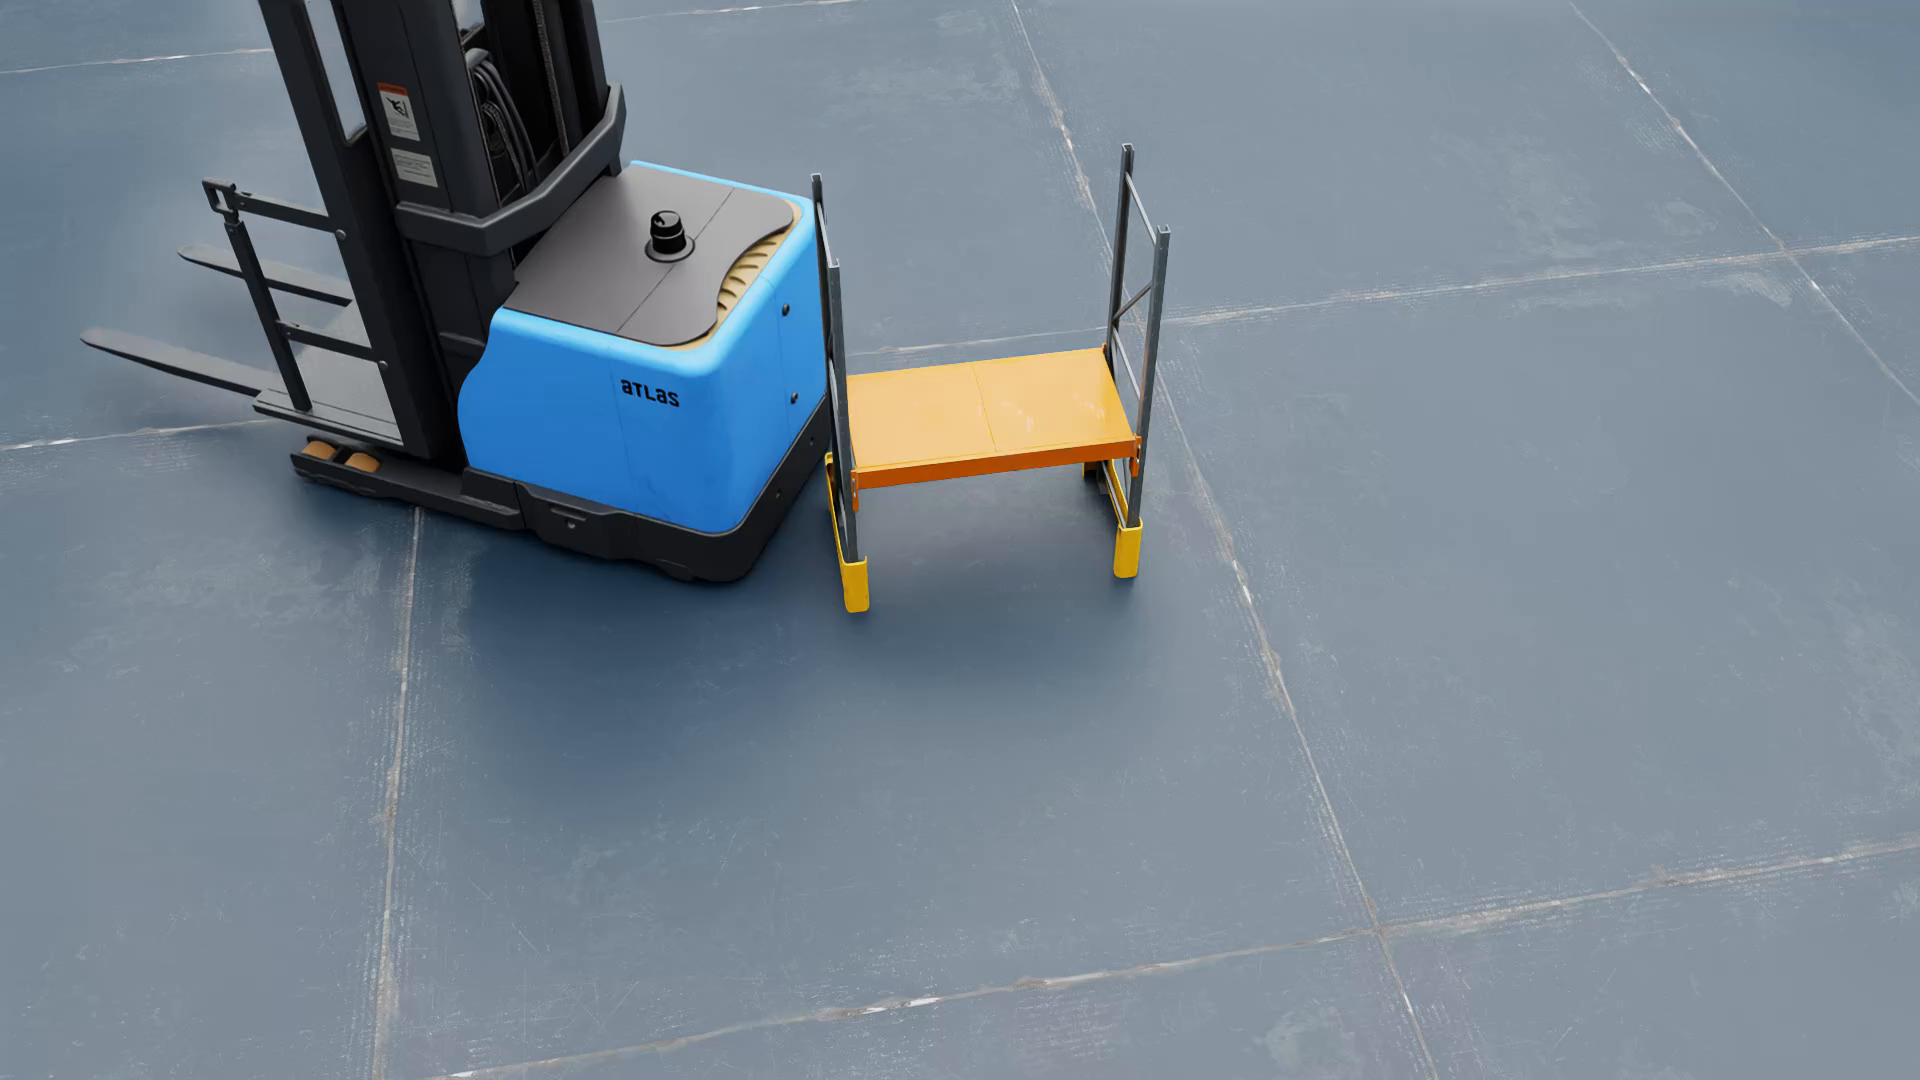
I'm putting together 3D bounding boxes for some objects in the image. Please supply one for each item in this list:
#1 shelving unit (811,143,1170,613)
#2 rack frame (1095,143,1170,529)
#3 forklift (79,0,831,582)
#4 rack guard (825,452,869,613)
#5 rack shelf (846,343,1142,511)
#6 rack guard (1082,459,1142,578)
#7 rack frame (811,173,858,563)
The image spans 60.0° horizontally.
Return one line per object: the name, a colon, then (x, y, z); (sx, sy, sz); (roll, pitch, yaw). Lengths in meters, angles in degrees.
shelving unit: (0.075, -0.530, 5.719); (1.083, 1.500, 0.587); (-7, 46, -7)
rack frame: (0.585, -0.593, 5.780); (0.032, 1.500, 0.500); (-7, 46, -7)
forklift: (-2.036, -1.528, 5.687); (3.031, 2.935, 1.130); (15, 48, 14)
rack guard: (-0.416, -0.035, 6.110); (0.087, 0.250, 0.587); (-7, 46, -7)
rack shelf: (0.084, -0.406, 5.850); (1.000, 0.185, 0.538); (-7, 46, -7)
rack guard: (0.566, -0.157, 6.228); (0.087, 0.250, 0.587); (-7, 46, -7)
rack frame: (-0.417, -0.468, 5.660); (0.032, 1.500, 0.500); (-7, 46, -7)
